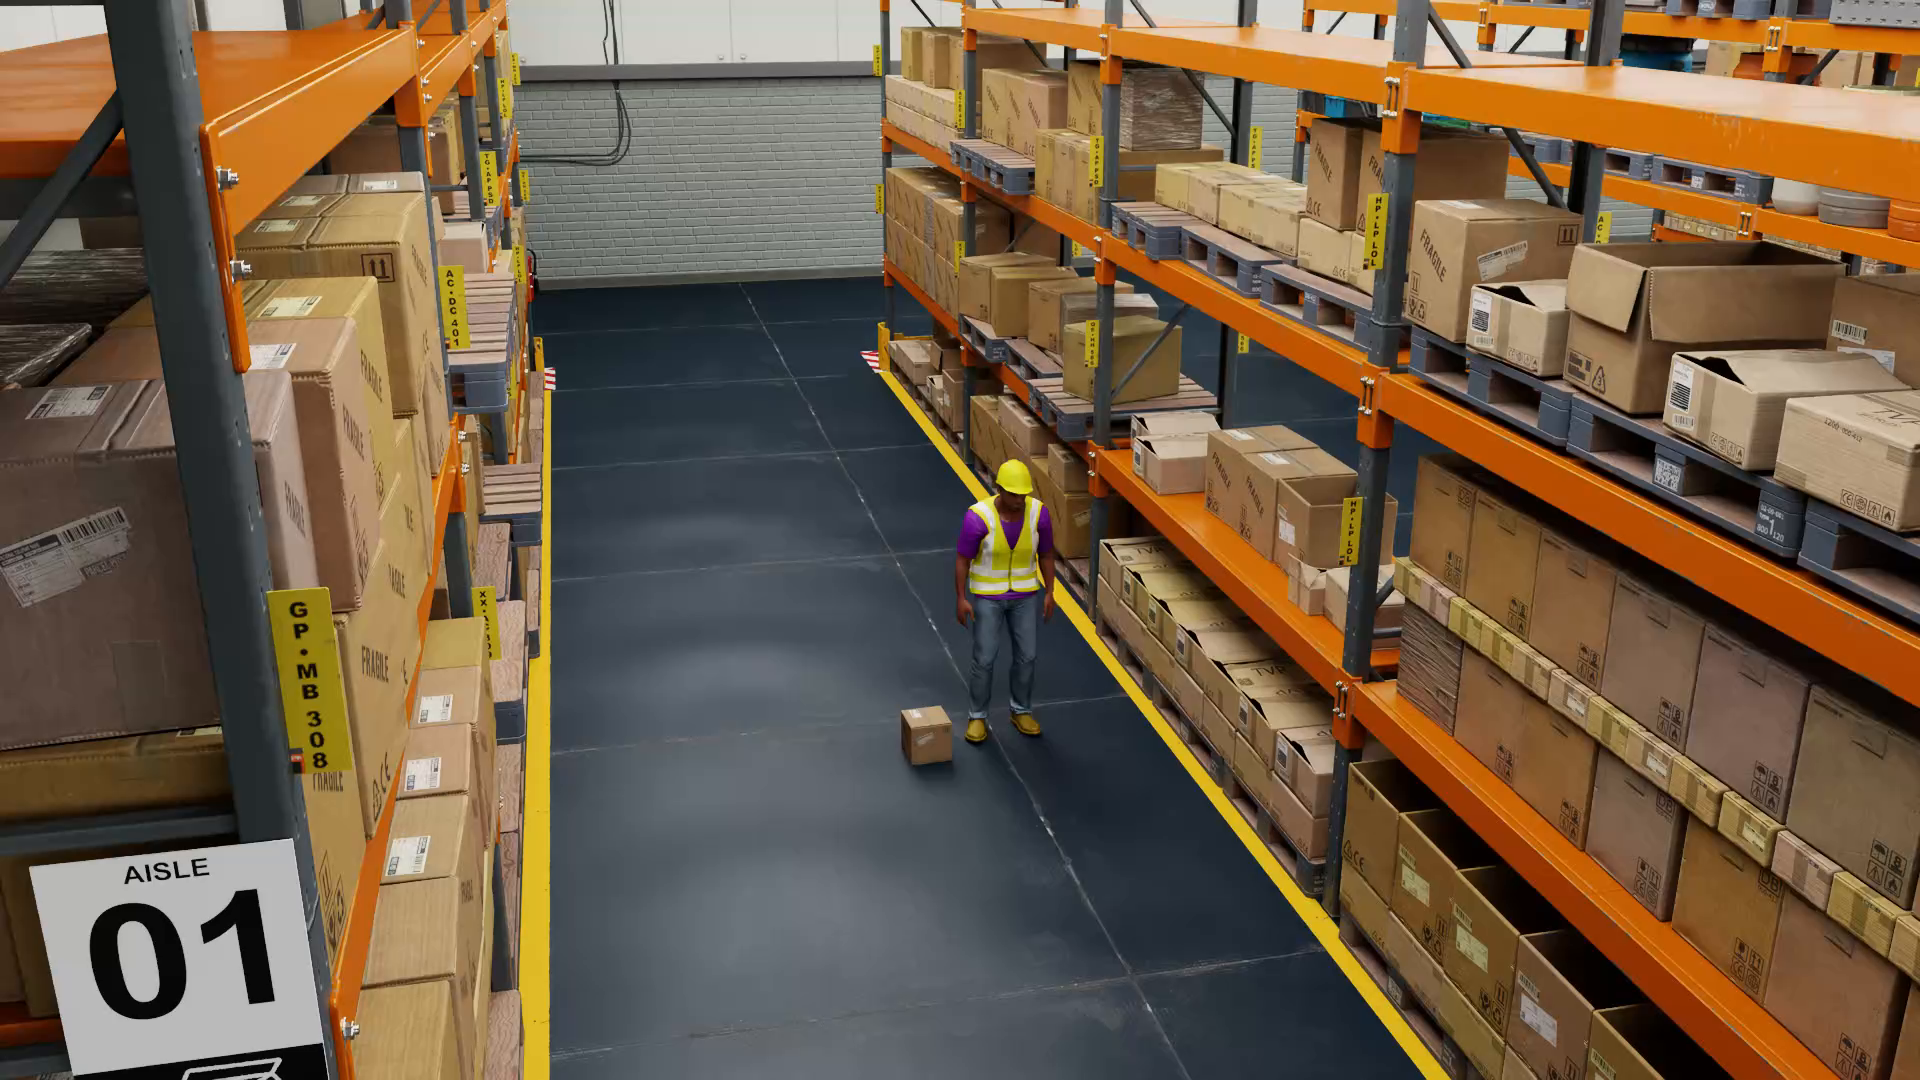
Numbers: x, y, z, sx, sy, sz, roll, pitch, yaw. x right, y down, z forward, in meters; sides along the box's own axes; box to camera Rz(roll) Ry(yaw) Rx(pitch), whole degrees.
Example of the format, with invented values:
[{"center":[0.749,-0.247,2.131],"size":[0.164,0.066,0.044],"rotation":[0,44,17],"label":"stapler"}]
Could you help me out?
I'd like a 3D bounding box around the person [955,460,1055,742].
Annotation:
[{"center":[0.280,0.347,10.061],"size":[0.626,1.760,0.461],"rotation":[-5,20,-13],"label":"person"}]
